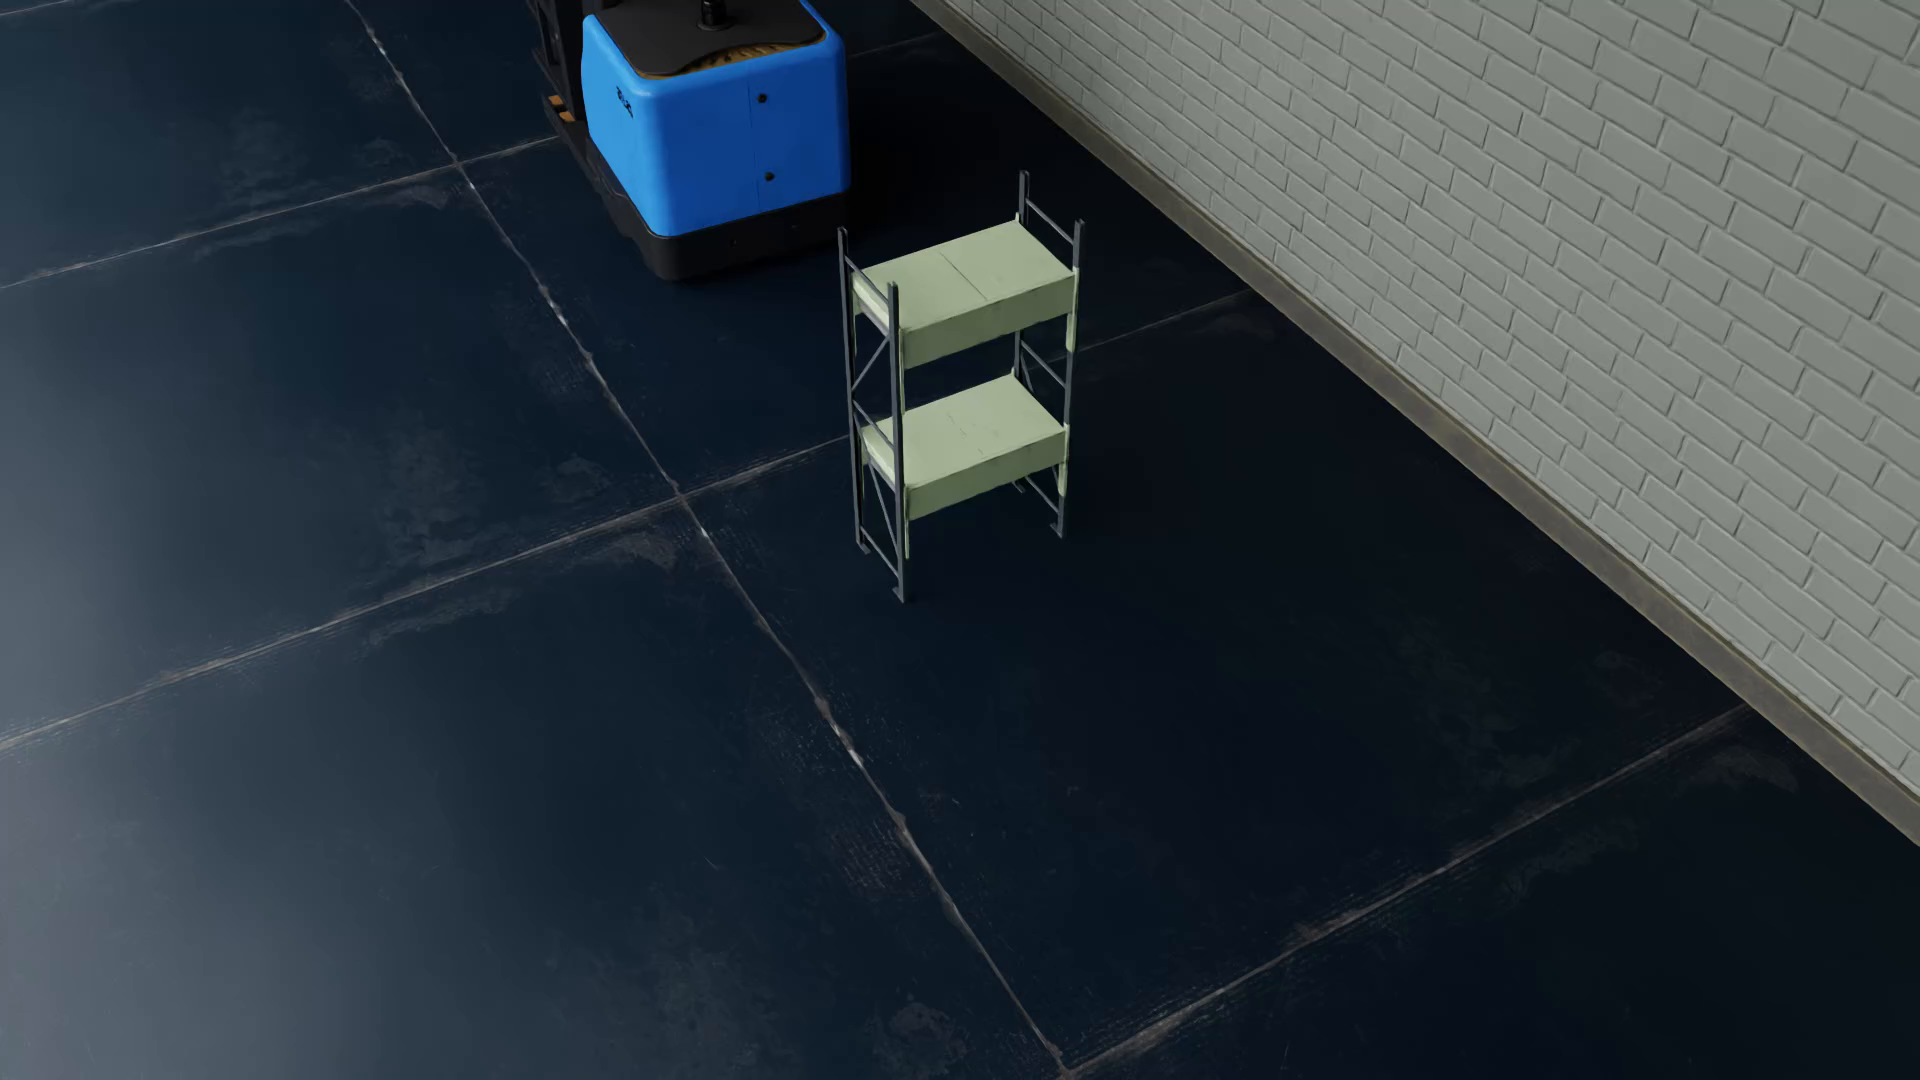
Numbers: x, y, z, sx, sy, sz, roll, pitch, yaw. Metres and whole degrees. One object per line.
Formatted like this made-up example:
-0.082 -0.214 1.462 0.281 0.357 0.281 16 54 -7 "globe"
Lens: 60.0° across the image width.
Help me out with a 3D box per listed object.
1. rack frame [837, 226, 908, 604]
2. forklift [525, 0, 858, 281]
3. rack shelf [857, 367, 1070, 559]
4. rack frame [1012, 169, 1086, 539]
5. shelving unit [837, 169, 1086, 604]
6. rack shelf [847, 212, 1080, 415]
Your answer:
-0.312 -0.414 6.099 0.023 1.500 0.400 -22 48 -21 "rack frame"
-1.616 -3.316 8.062 1.130 2.935 3.031 -19 47 -19 "forklift"
0.006 -0.307 6.457 0.720 0.370 0.431 -22 48 -21 "rack shelf"
0.323 -0.668 6.361 0.023 1.500 0.400 -22 48 -21 "rack frame"
0.006 -0.541 6.230 0.755 1.500 0.431 -22 48 -21 "shelving unit"
0.006 -0.821 5.958 0.720 0.370 0.431 -22 48 -21 "rack shelf"
